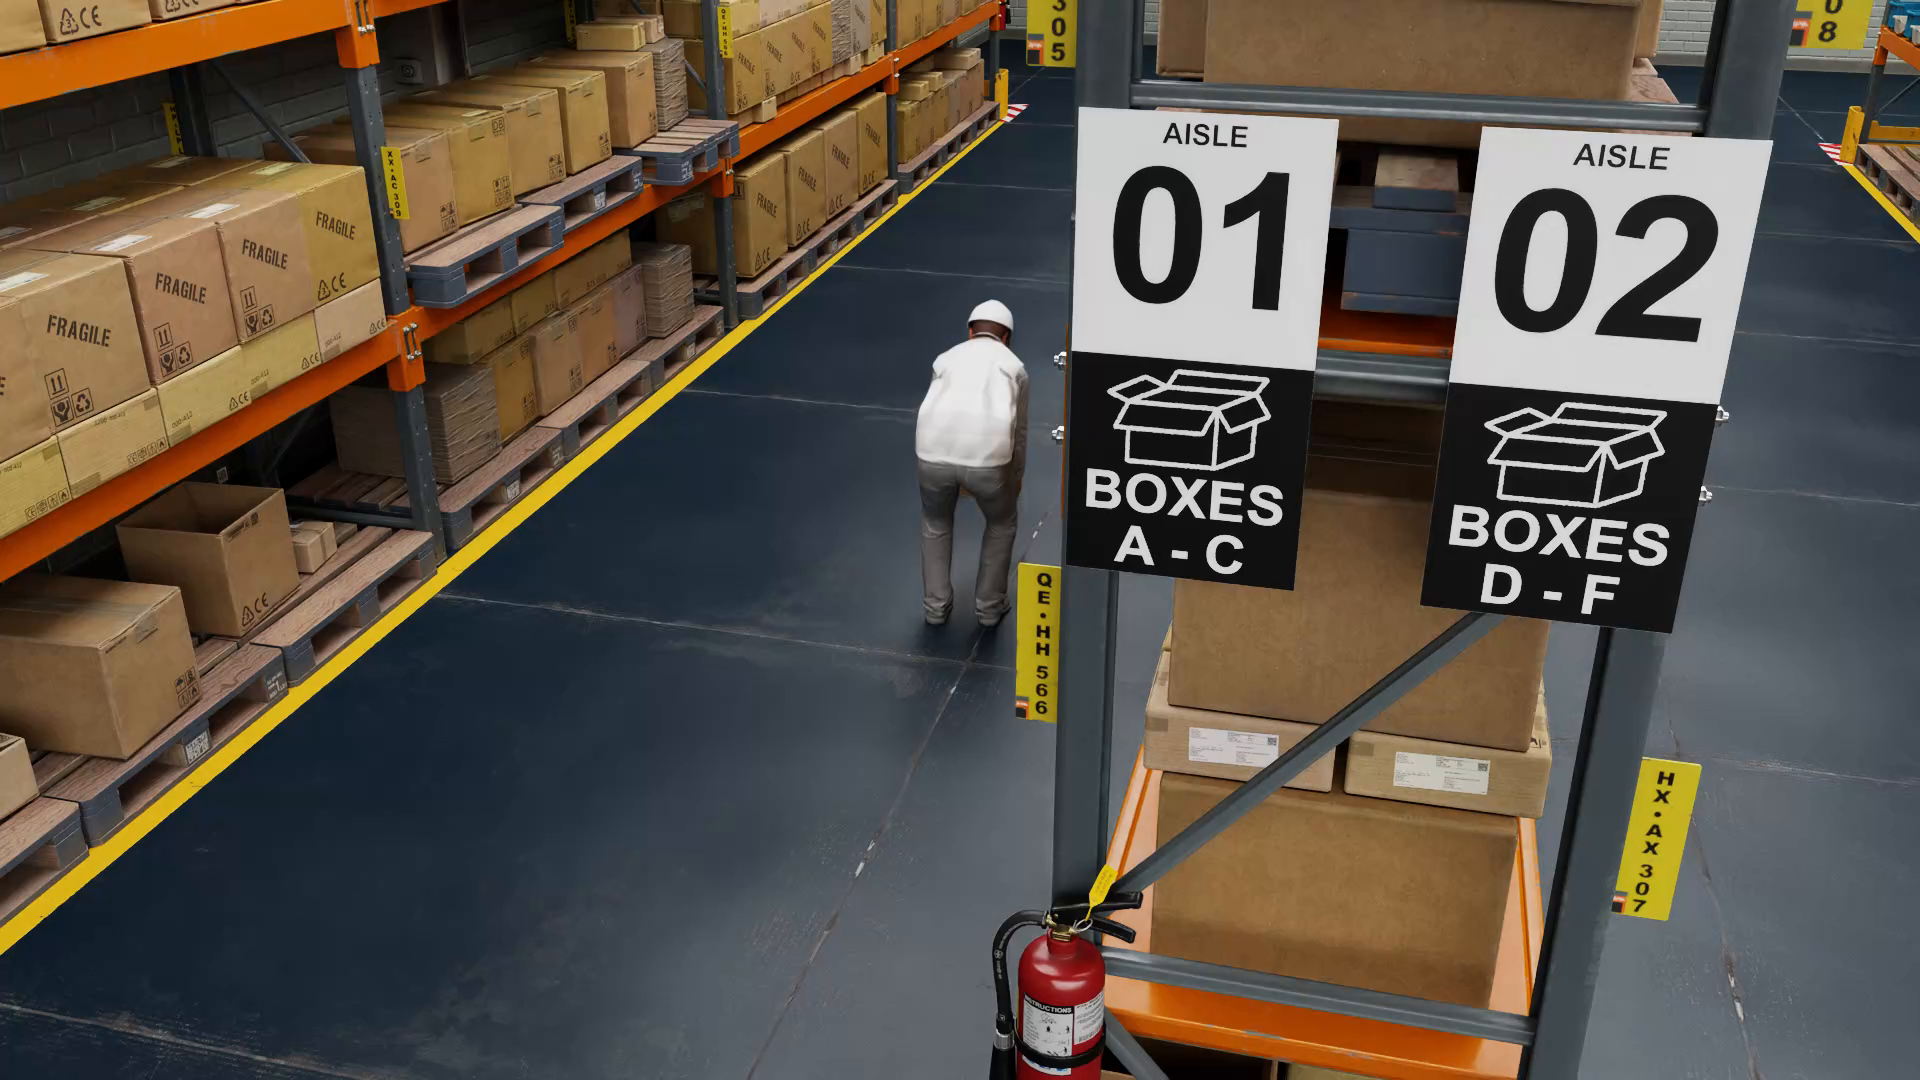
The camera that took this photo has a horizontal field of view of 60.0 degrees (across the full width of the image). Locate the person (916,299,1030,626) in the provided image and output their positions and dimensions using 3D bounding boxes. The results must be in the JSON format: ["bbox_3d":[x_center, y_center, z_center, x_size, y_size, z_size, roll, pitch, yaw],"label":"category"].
[{"bbox_3d":[0.072,-0.349,7.781,0.465,1.384,0.920,5,26,12],"label":"person"}]
